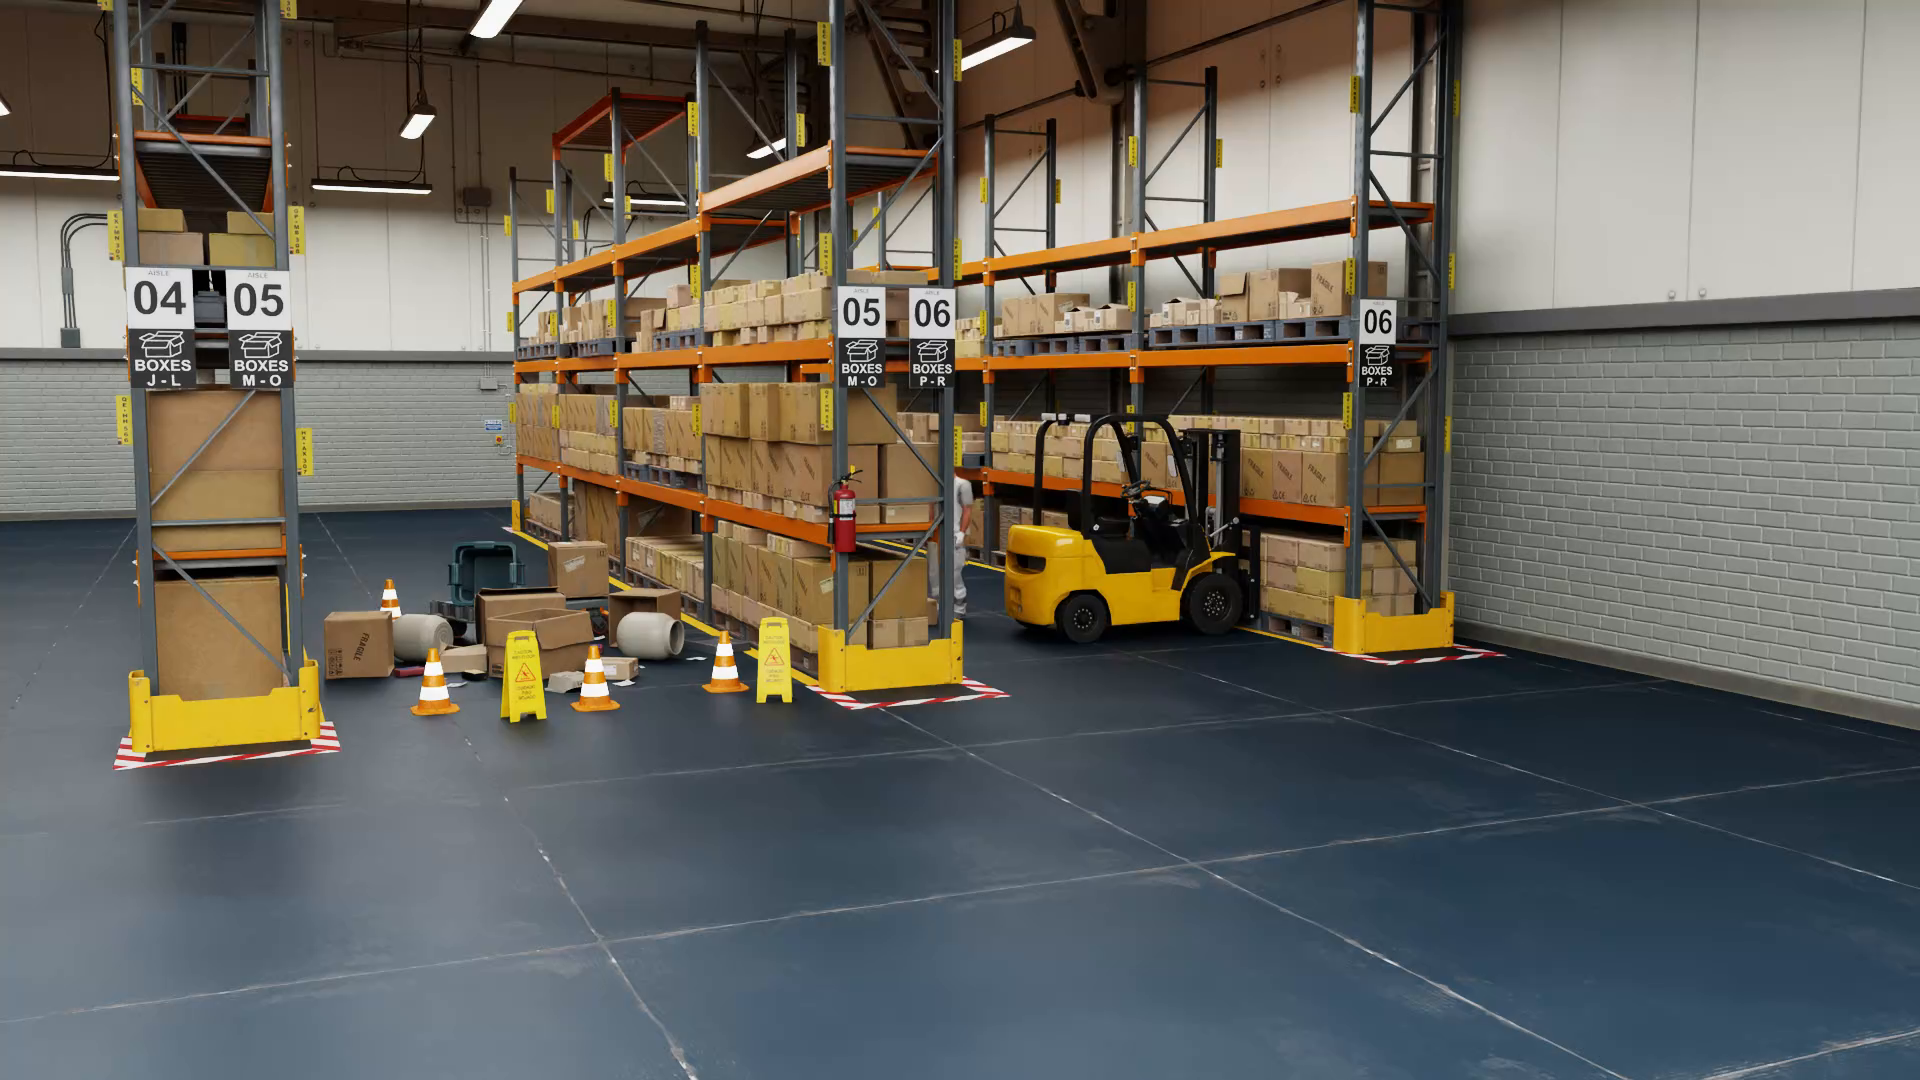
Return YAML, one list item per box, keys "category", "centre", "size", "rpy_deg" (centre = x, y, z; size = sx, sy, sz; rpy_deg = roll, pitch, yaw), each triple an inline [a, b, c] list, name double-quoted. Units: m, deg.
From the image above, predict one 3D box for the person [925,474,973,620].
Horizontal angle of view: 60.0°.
- category: "person"
  centre: [-0.121, -0.028, 17.234]
  size: [0.547, 1.724, 0.477]
  rpy_deg: [4, 7, 38]
